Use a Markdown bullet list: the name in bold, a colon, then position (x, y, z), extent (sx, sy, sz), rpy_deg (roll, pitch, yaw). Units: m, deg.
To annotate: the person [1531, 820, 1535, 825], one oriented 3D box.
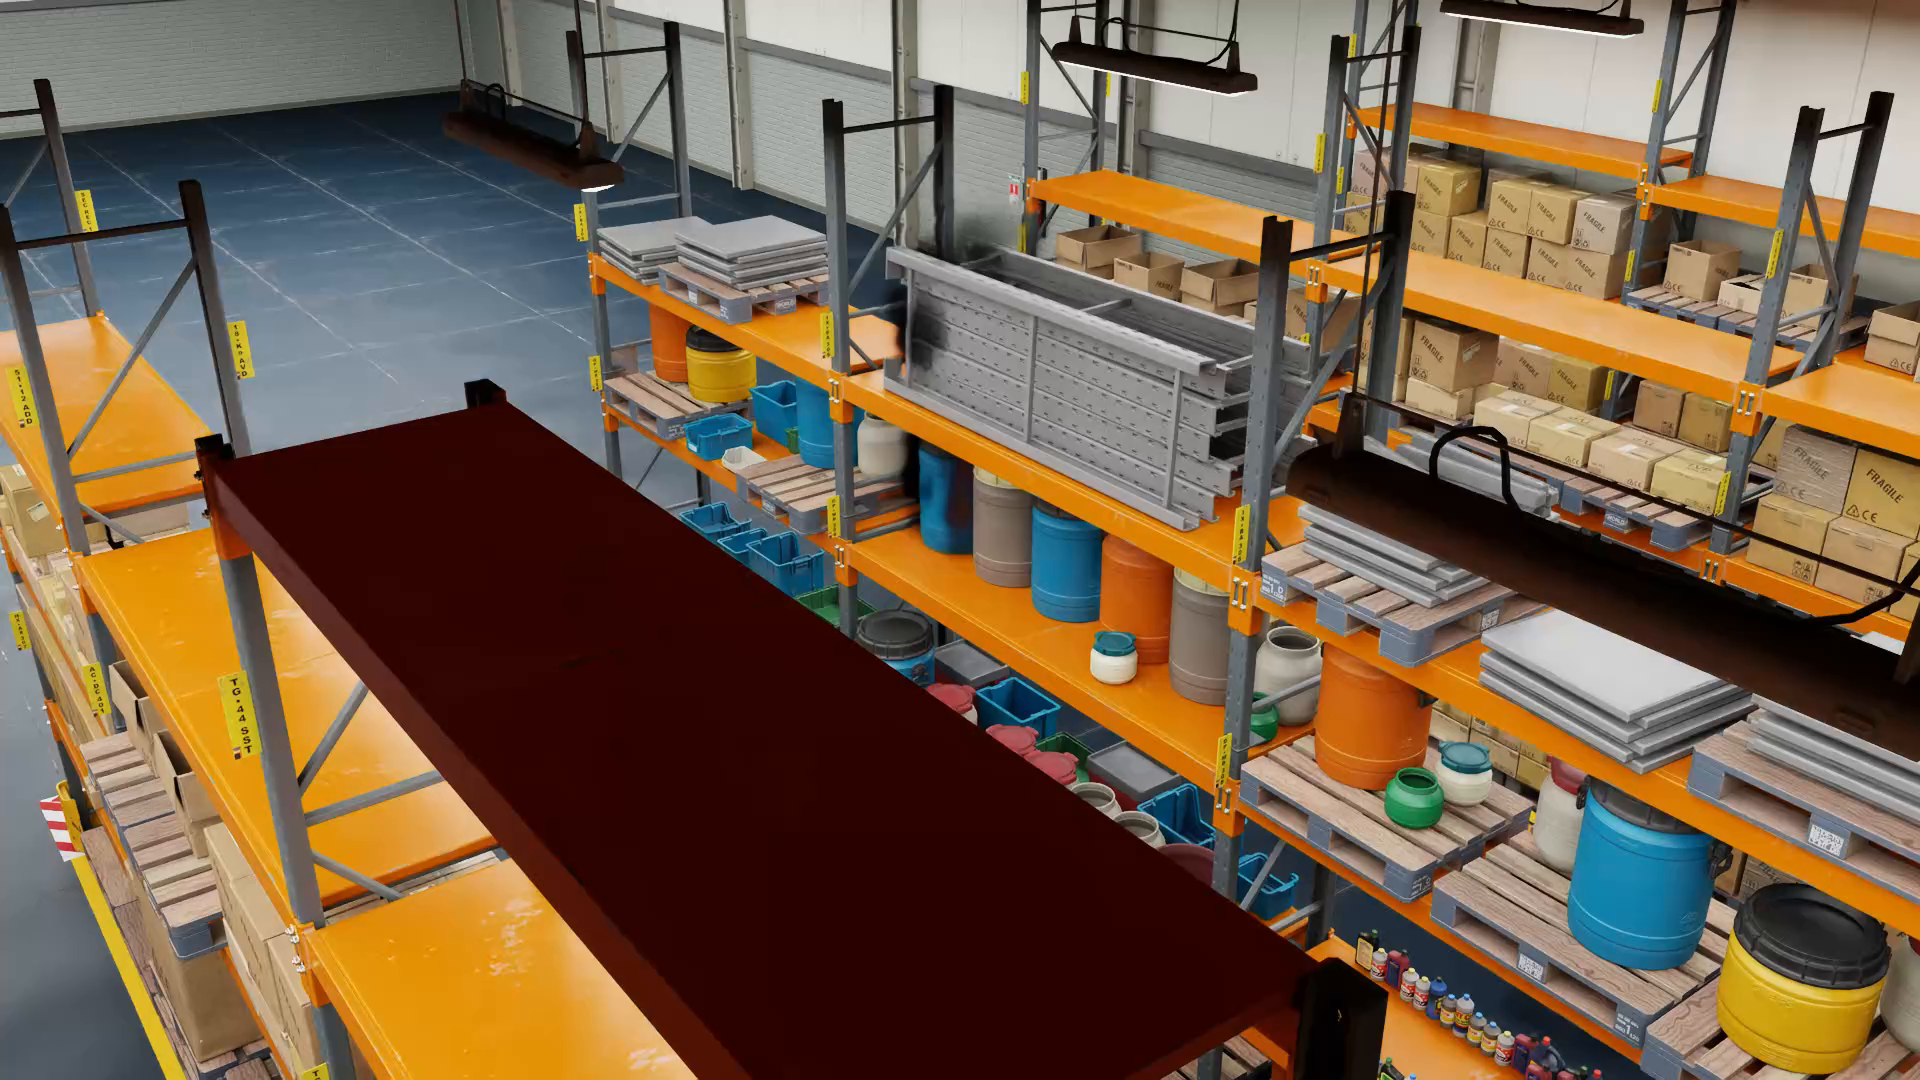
- **person**: position (3.954, 2.518, 11.506), extent (0.743, 1.412, 0.536), rpy_deg (20, 32, 37)
